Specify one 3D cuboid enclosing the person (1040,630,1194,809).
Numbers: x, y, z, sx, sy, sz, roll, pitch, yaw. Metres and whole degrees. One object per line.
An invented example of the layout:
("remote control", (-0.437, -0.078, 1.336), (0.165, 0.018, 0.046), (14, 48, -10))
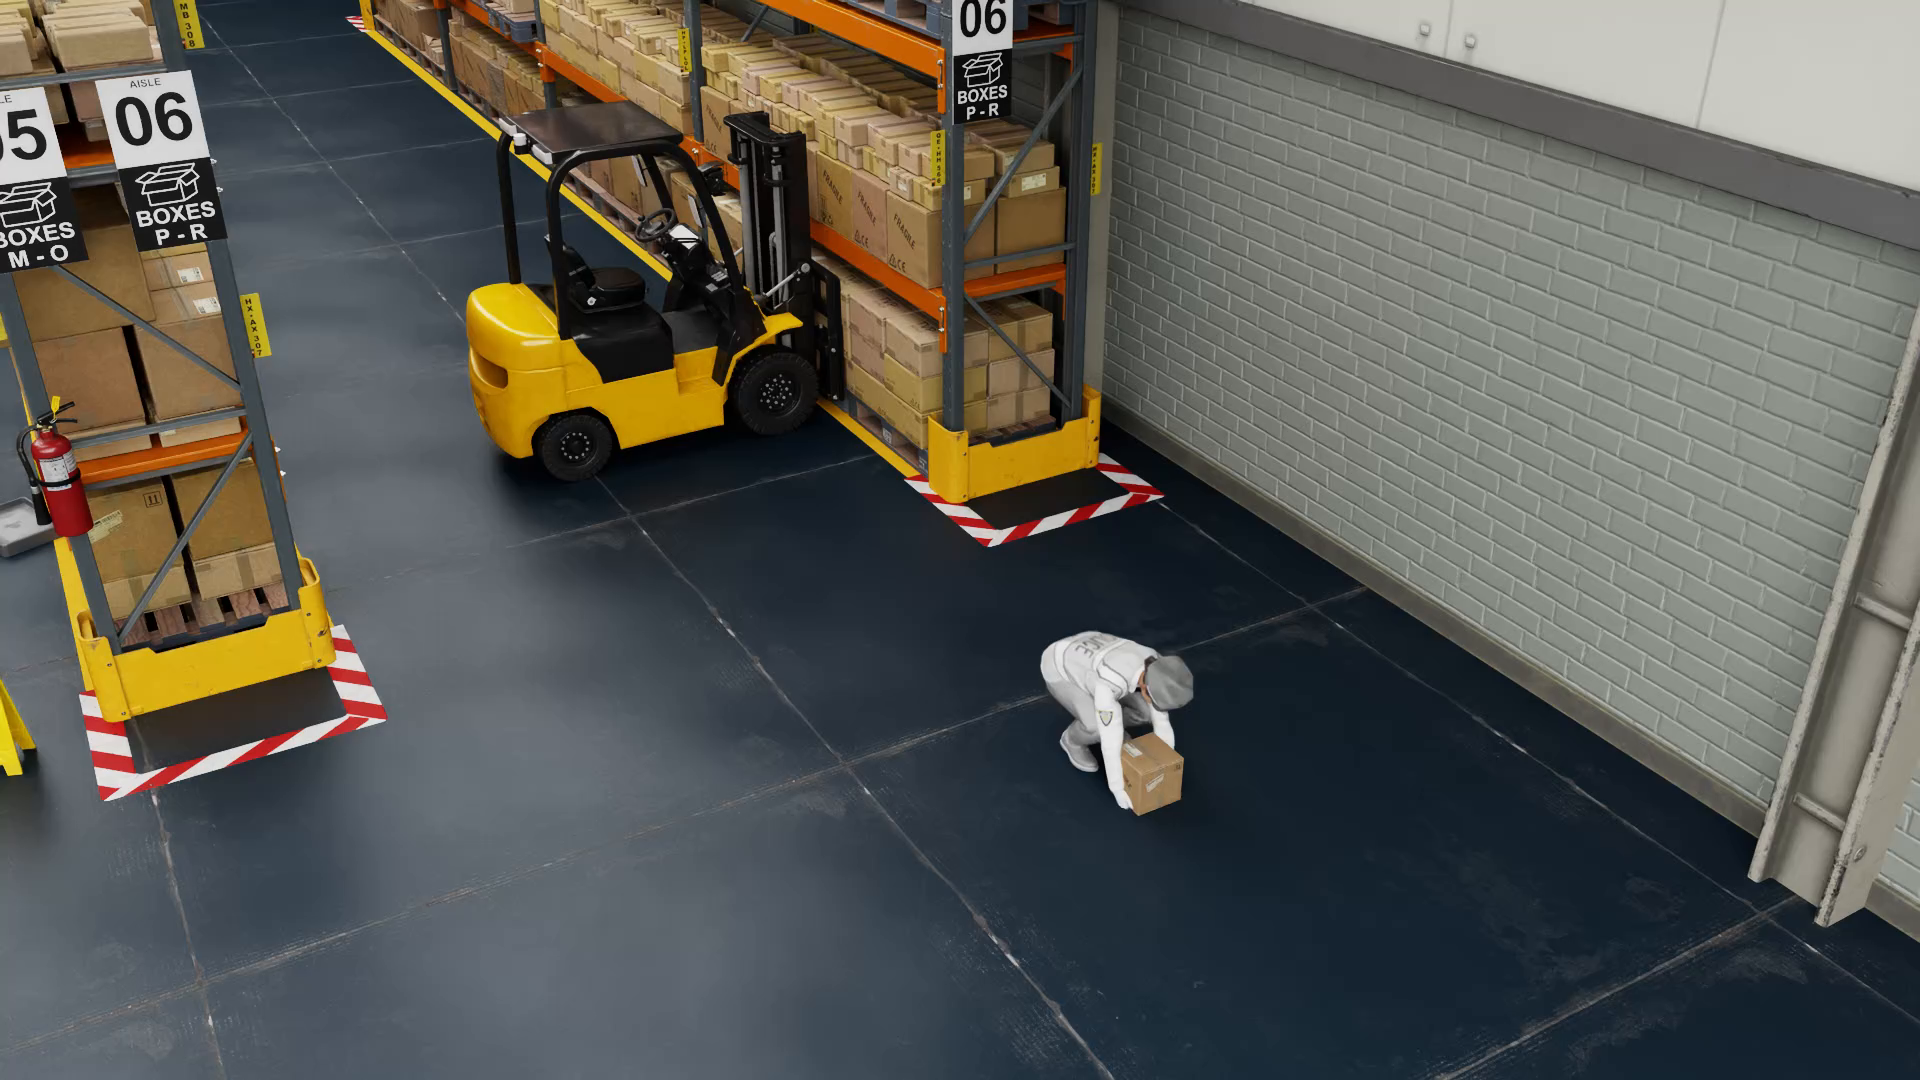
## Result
("person", (0.760, 0.797, 8.098), (0.460, 0.838, 0.894), (-17, 33, -27))
